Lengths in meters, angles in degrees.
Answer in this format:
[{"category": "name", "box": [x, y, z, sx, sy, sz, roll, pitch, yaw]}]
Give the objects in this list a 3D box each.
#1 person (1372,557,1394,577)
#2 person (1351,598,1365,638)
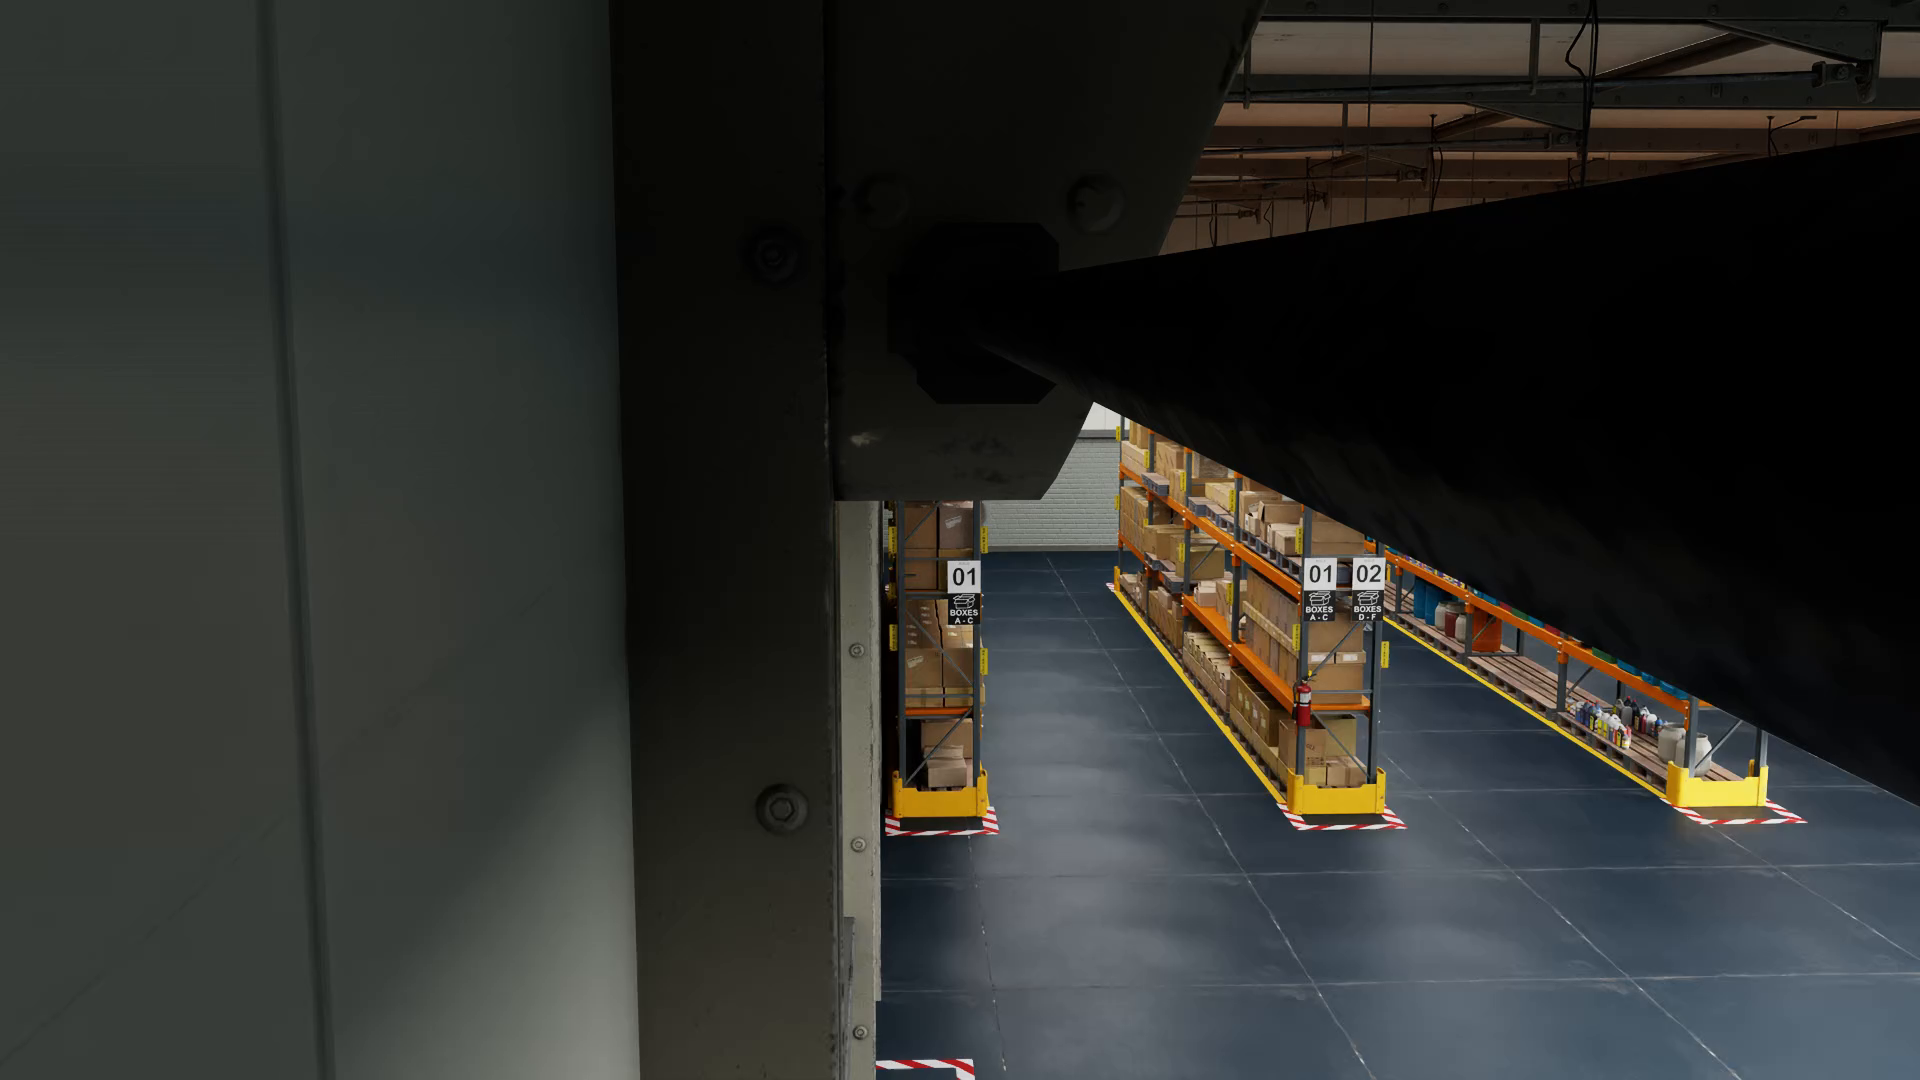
[{"category": "person", "box": [9.593, -0.018, 38.178, 0.762, 1.732, 0.677, 7, 11, 40]}, {"category": "person", "box": [7.616, 1.048, 31.503, 0.444, 1.527, 0.773, -1, 8, -5]}]
